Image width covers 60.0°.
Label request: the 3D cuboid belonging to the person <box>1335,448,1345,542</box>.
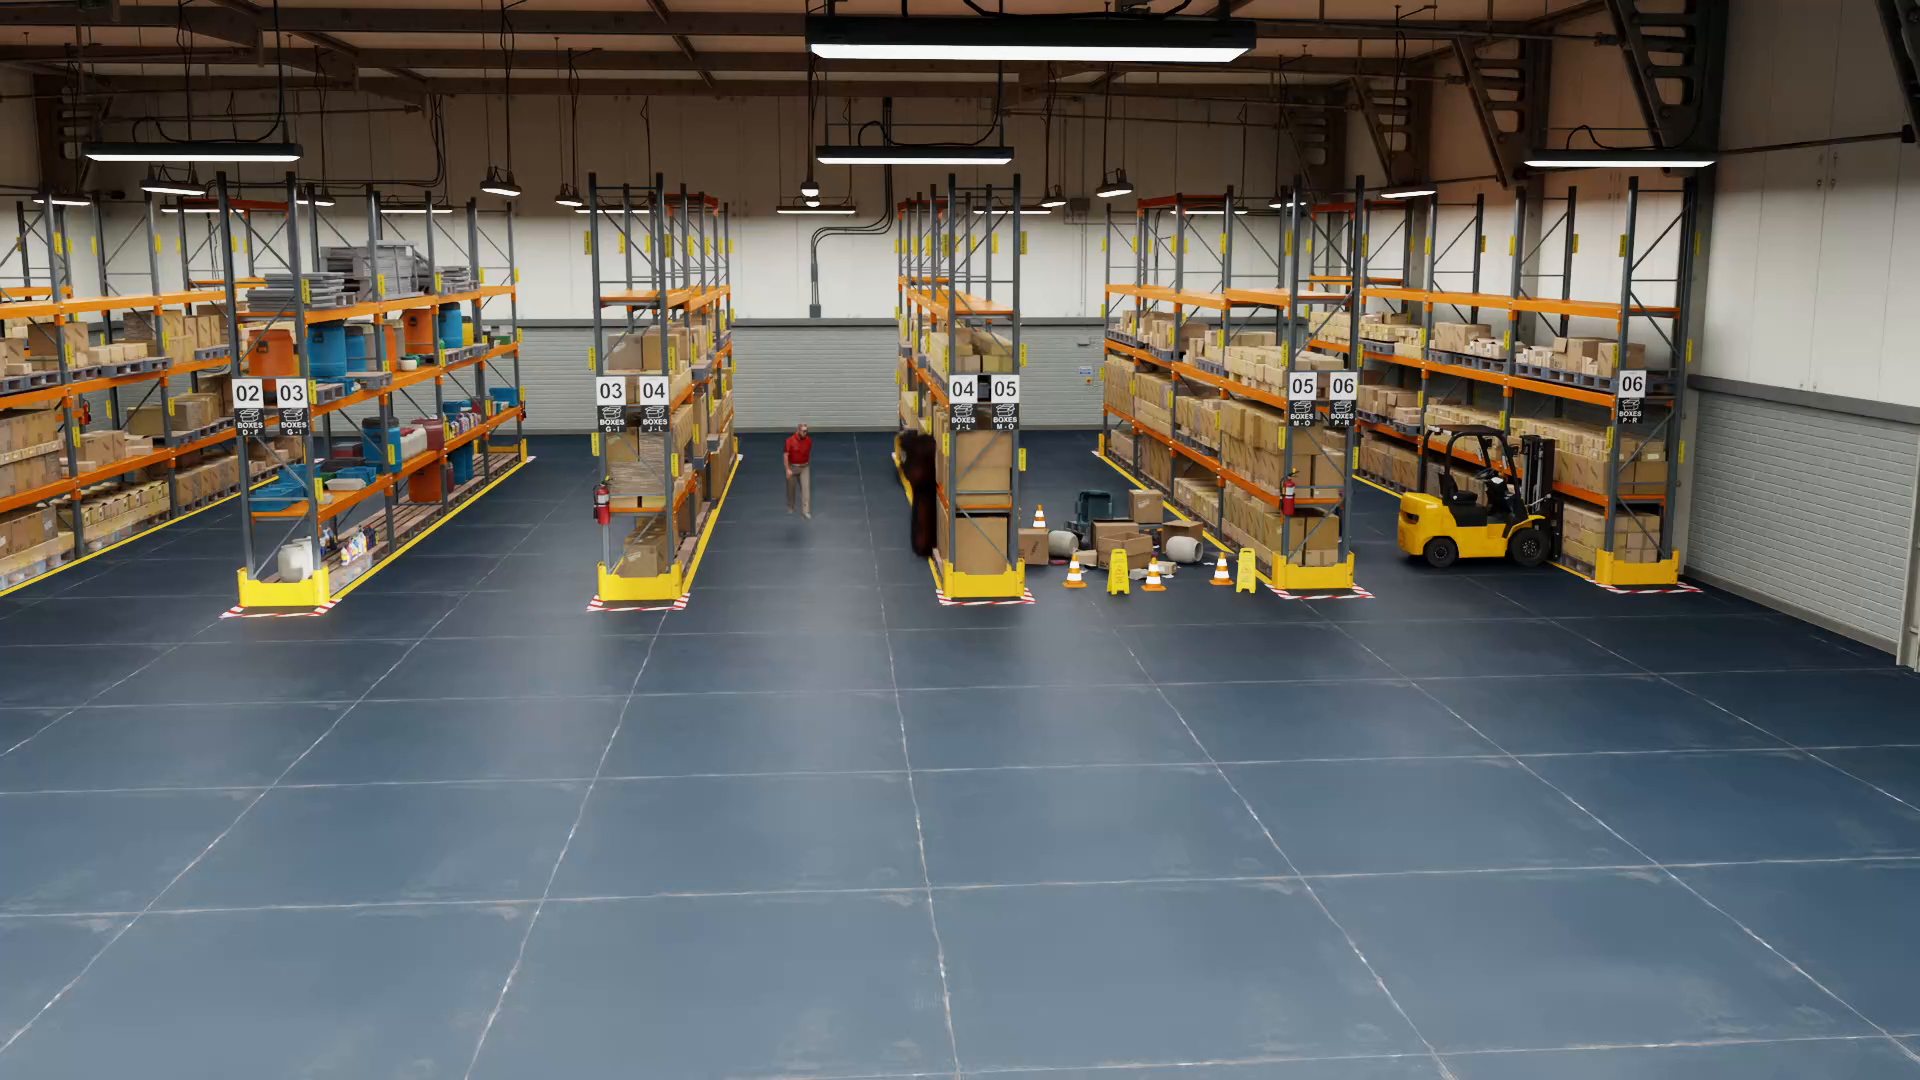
[{"bbox_3d":[6.563,-0.777,28.608,0.371,1.627,0.513,6,11,29],"label":"person"}]

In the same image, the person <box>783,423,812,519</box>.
[{"bbox_3d":[-2.840,-1.219,29.092,0.517,1.675,1.004,-2,10,-11],"label":"person"}]

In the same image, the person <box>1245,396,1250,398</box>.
[{"bbox_3d":[6.502,-2.525,38.239,0.624,1.657,0.490,-2,10,-9],"label":"person"}]
